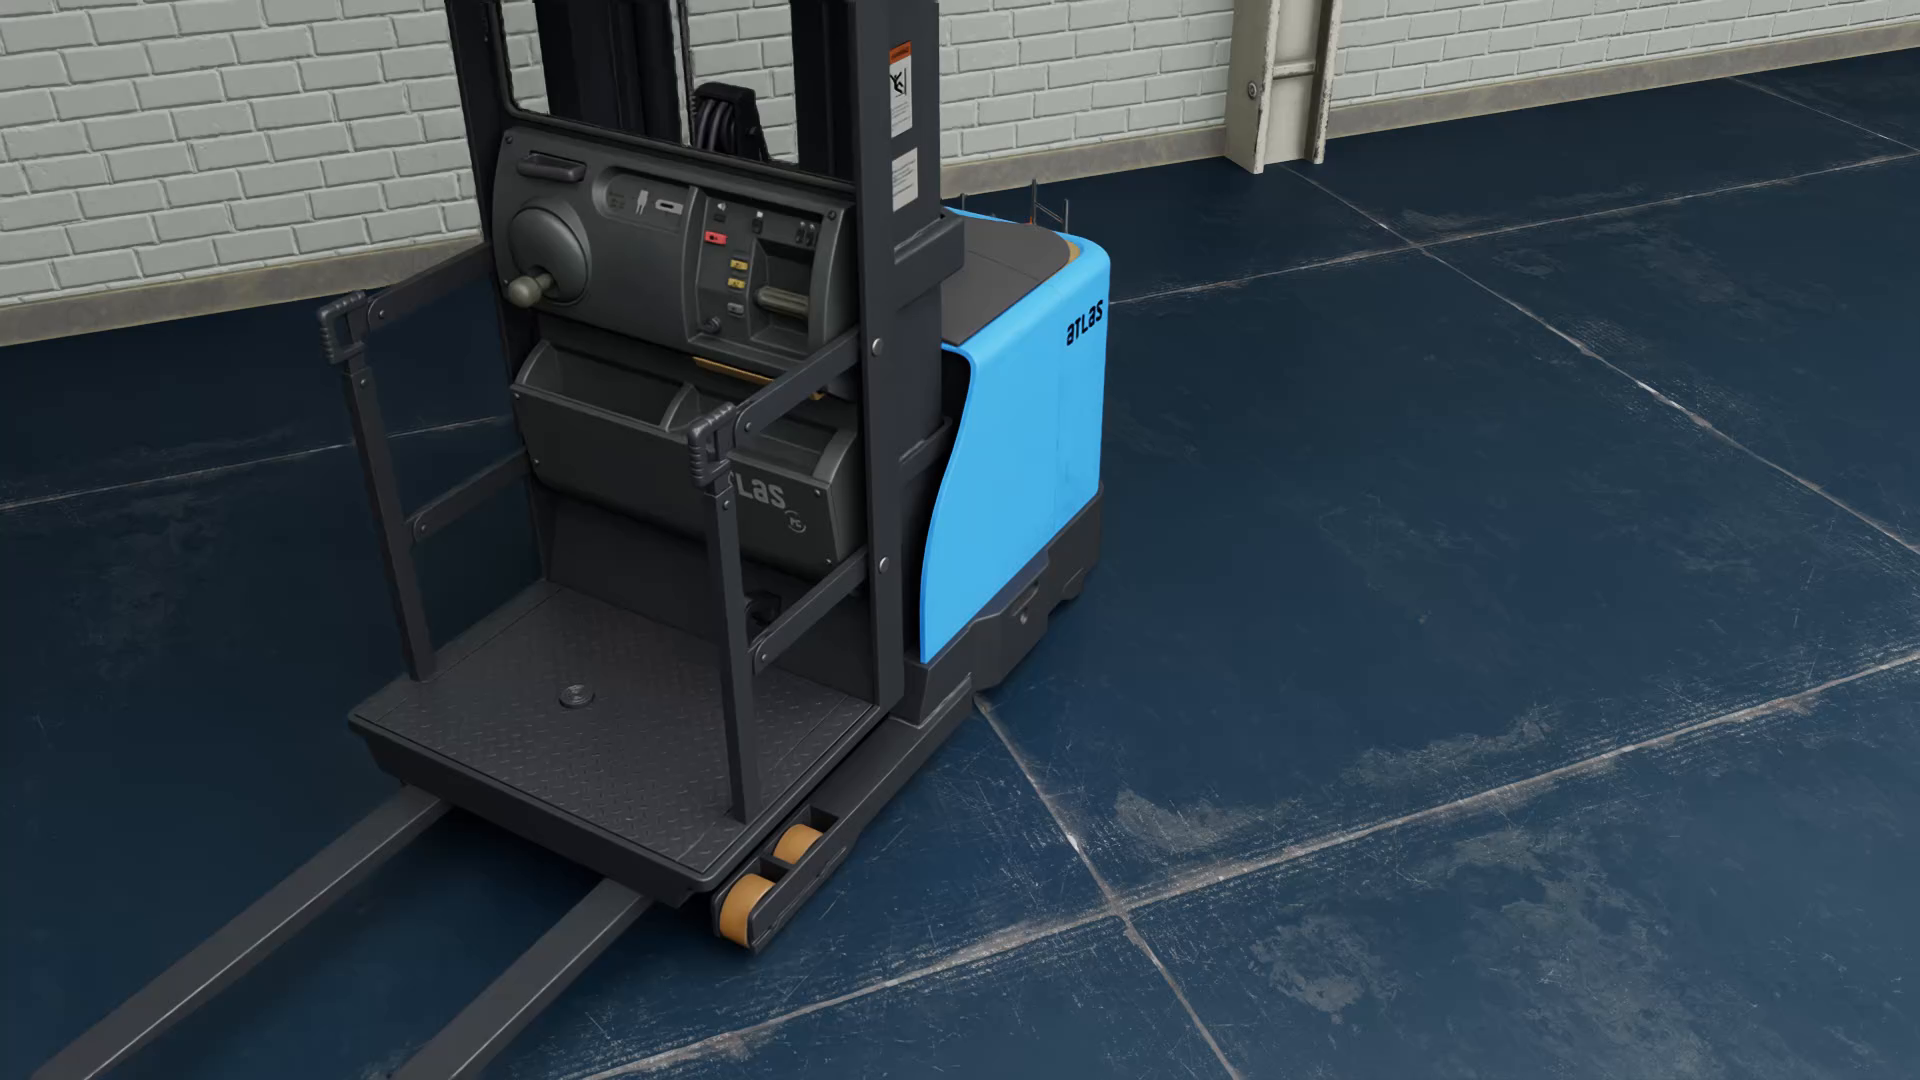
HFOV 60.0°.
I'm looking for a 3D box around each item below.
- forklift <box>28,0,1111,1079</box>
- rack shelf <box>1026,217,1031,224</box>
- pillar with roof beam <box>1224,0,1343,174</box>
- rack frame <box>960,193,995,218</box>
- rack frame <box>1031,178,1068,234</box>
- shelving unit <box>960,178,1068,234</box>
[{"bbox_3d":[-0.758,-0.583,3.458,1.130,2.935,3.031,18,37,25],"label":"forklift"},{"bbox_3d":[0.158,-0.795,5.009,0.240,0.259,0.215,-16,36,-23],"label":"rack shelf"},{"bbox_3d":[3.190,-3.473,2.337,0.400,9.000,9.100,-13,35,-19],"label":"pillar with roof beam"},{"bbox_3d":[0.051,-0.535,5.110,0.008,1.050,0.200,-16,36,-23],"label":"rack frame"},{"bbox_3d":[0.266,-0.598,5.206,0.008,1.050,0.200,-16,36,-23],"label":"rack frame"},{"bbox_3d":[0.158,-0.566,5.158,0.252,1.050,0.215,-16,36,-23],"label":"shelving unit"}]
